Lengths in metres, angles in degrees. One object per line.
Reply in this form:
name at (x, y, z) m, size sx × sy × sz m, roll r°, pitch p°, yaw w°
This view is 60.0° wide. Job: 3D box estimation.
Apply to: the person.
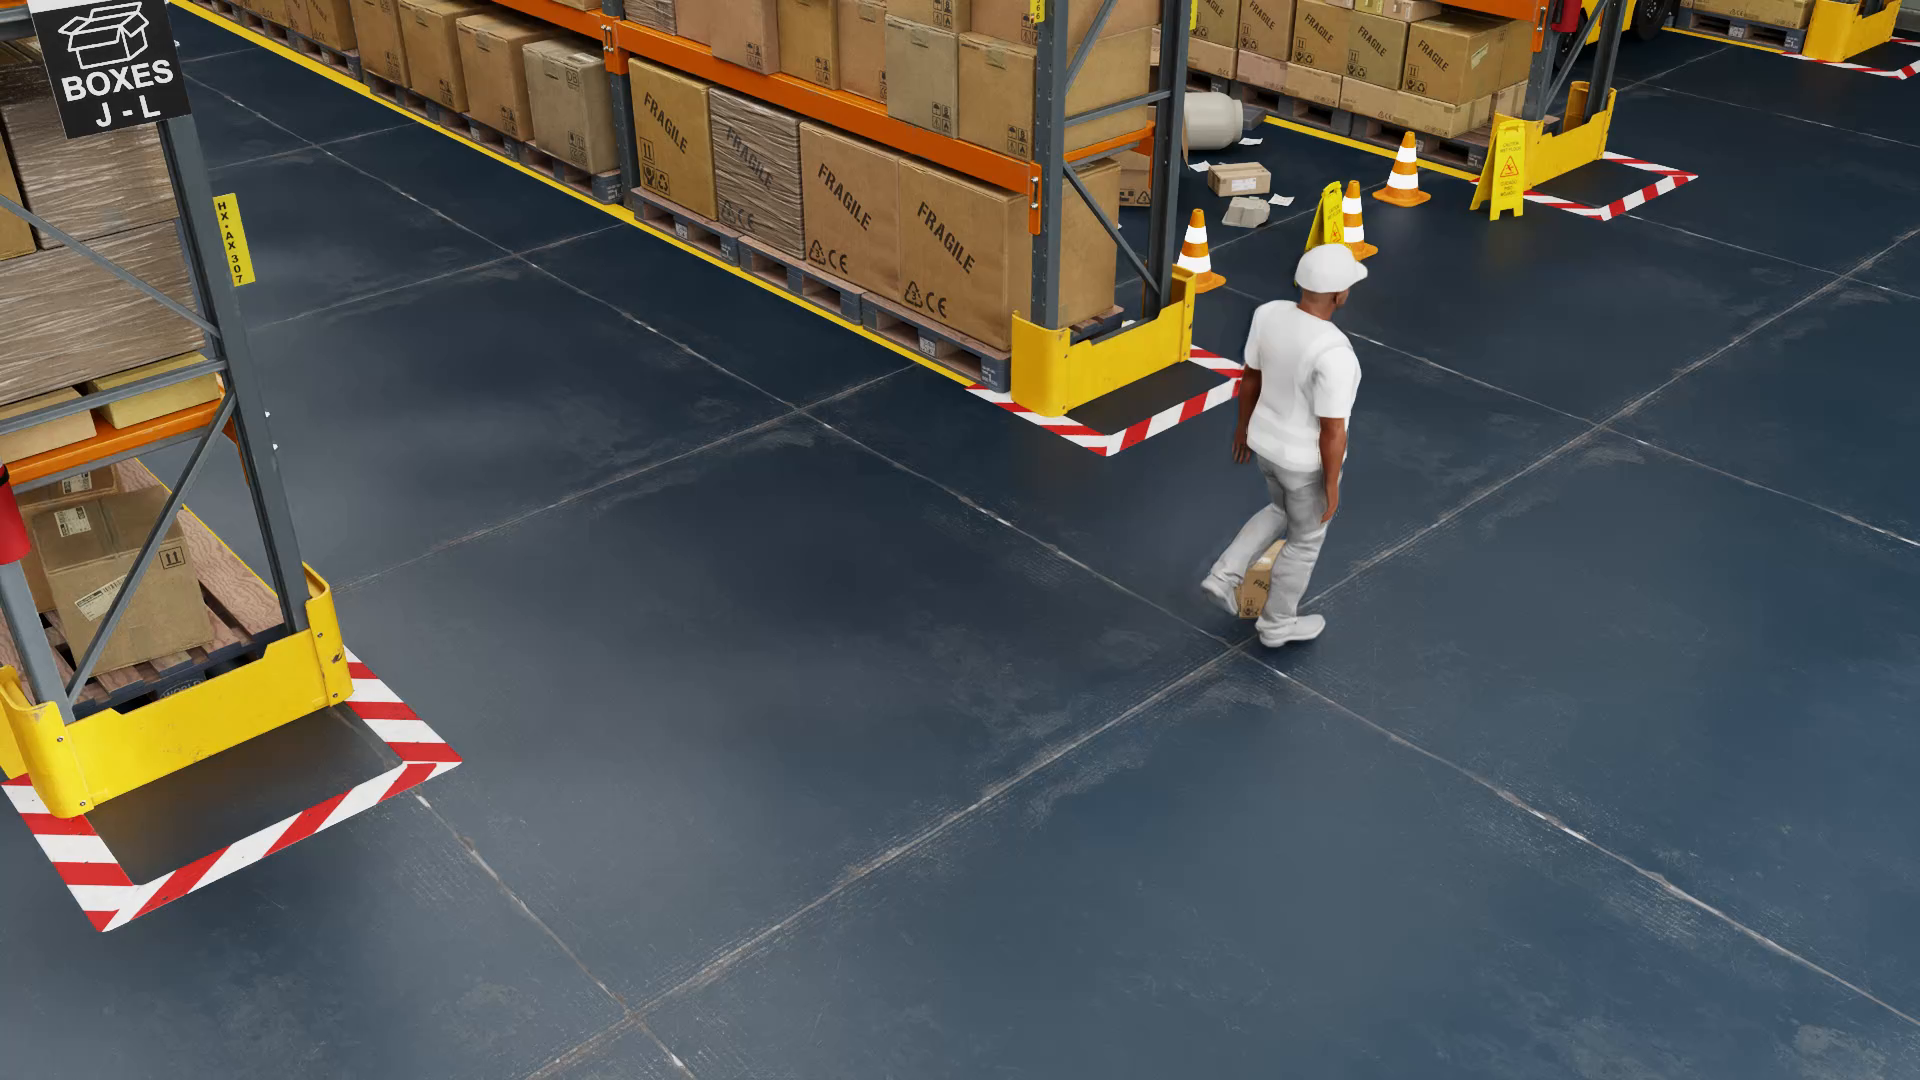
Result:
person at (1.286, -0.350, 6.640) m, size 0.528 × 1.756 × 0.596 m, roll -15°, pitch 34°, yaw -22°
